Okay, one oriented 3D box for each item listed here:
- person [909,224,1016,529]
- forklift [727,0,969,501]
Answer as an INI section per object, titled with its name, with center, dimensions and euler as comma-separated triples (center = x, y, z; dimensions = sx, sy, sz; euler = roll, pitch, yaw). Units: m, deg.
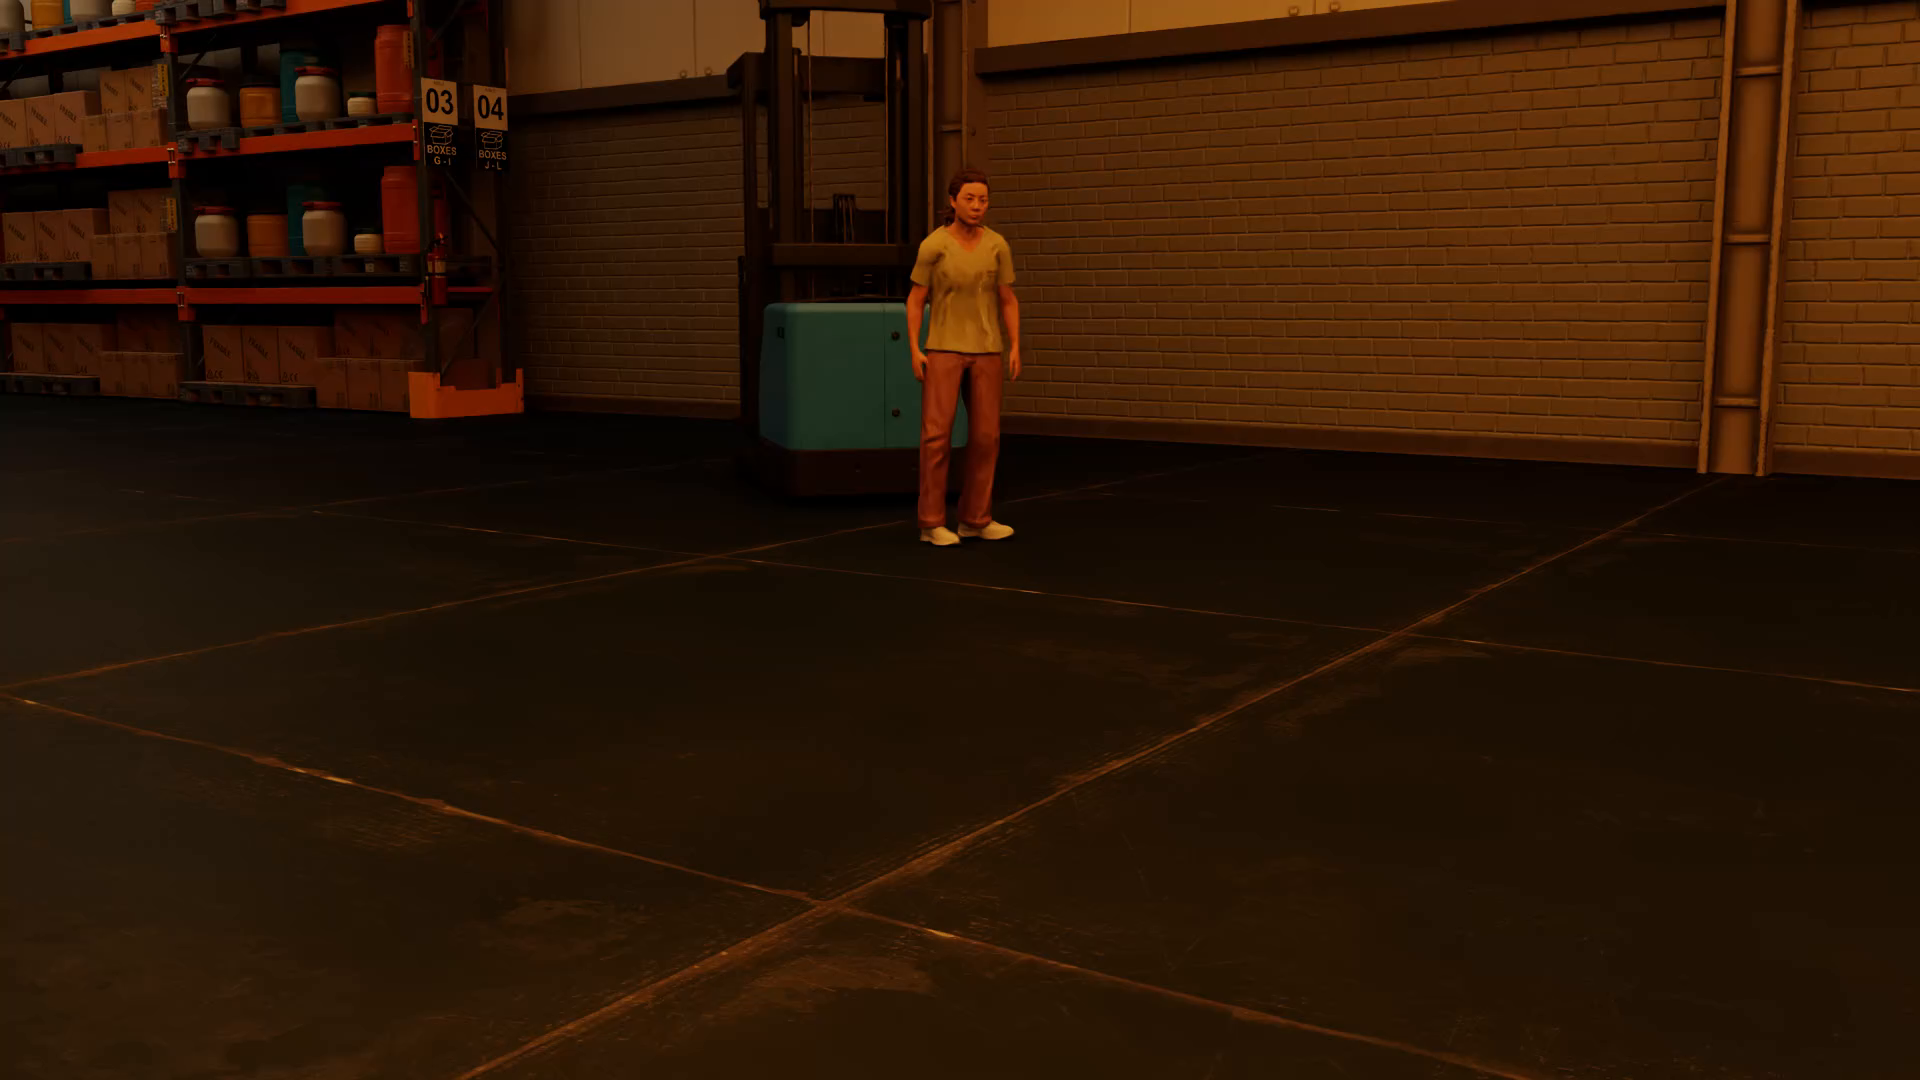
[person]
center = 0.023, -0.729, 7.479
dimensions = 0.494, 1.371, 0.334
euler = -2, 8, -14
[forklift]
center = -0.795, -1.832, 10.075
dimensions = 1.130, 2.935, 3.031
euler = -2, 8, -15
